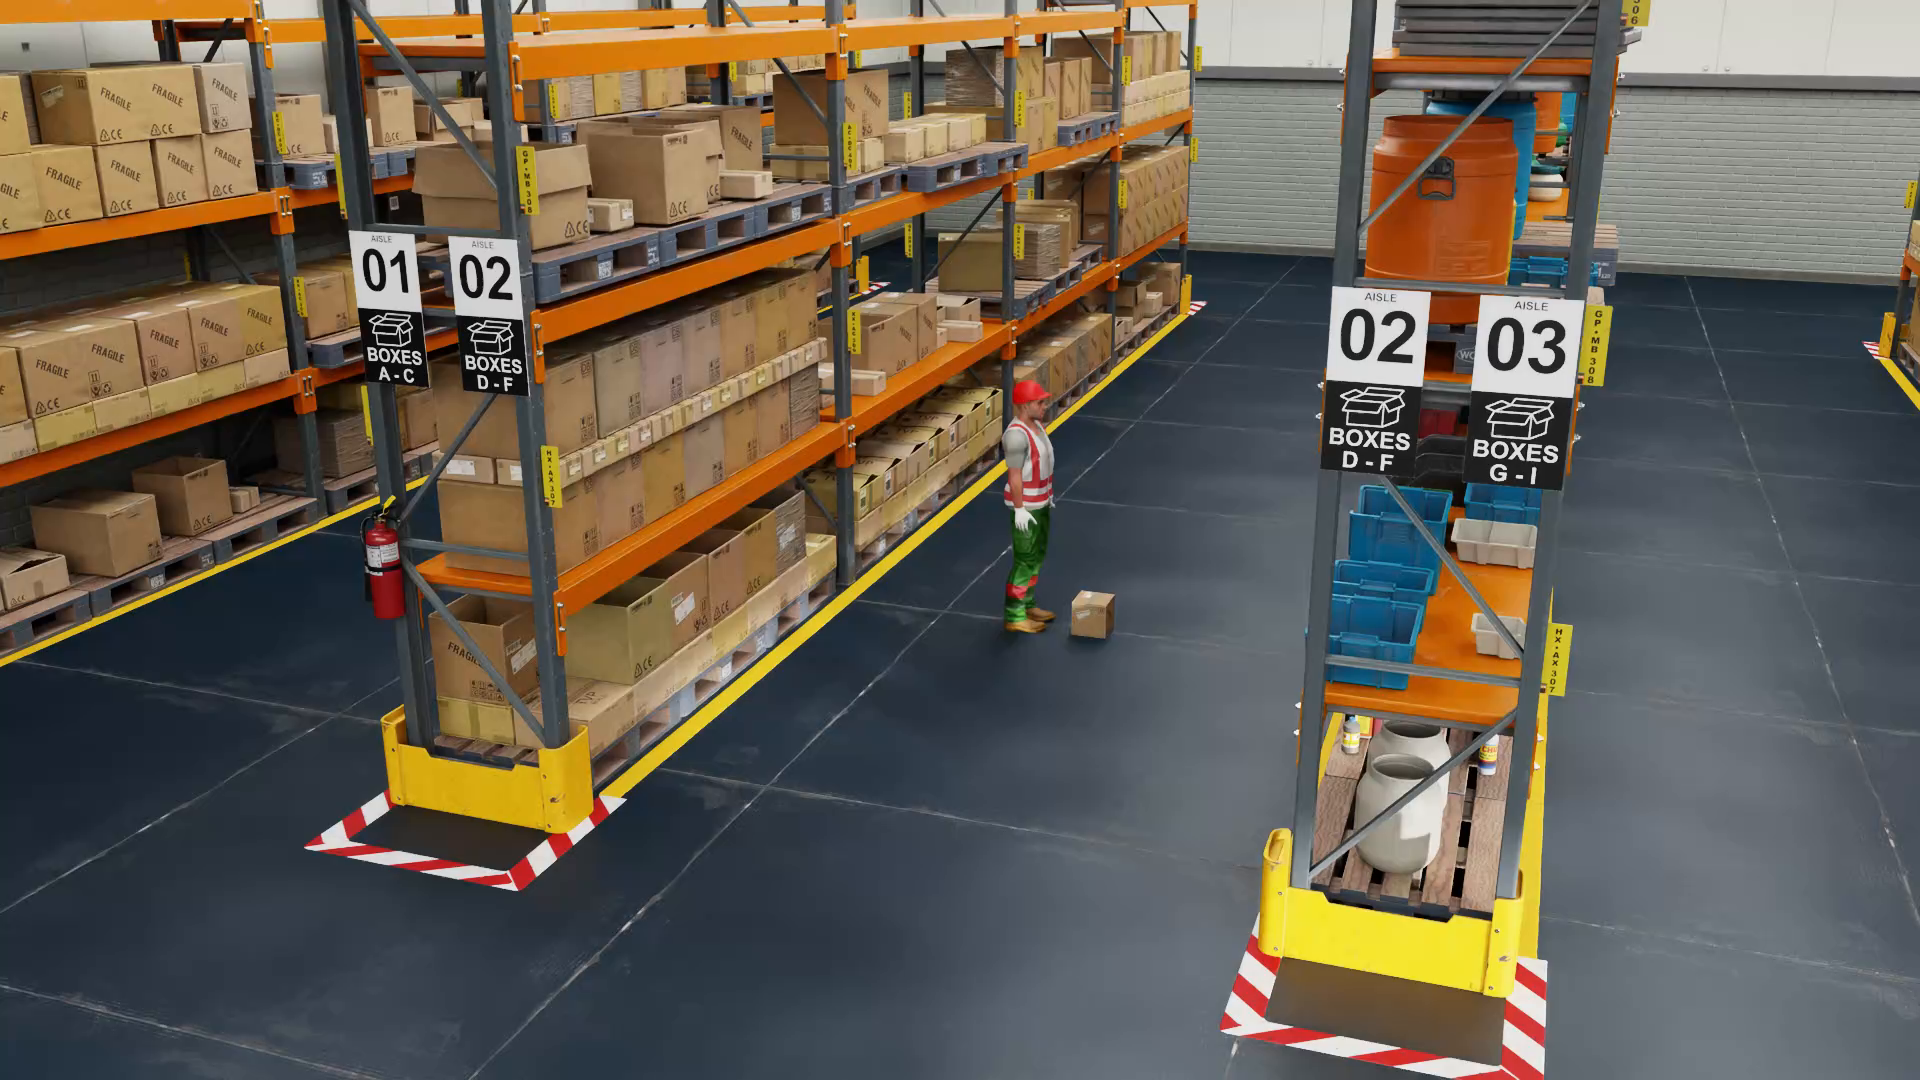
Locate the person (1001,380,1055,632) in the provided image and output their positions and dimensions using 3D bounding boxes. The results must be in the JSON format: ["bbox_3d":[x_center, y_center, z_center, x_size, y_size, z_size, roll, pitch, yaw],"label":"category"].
[{"bbox_3d":[0.497,-0.251,11.774,0.346,1.787,0.523,7,20,20],"label":"person"}]
